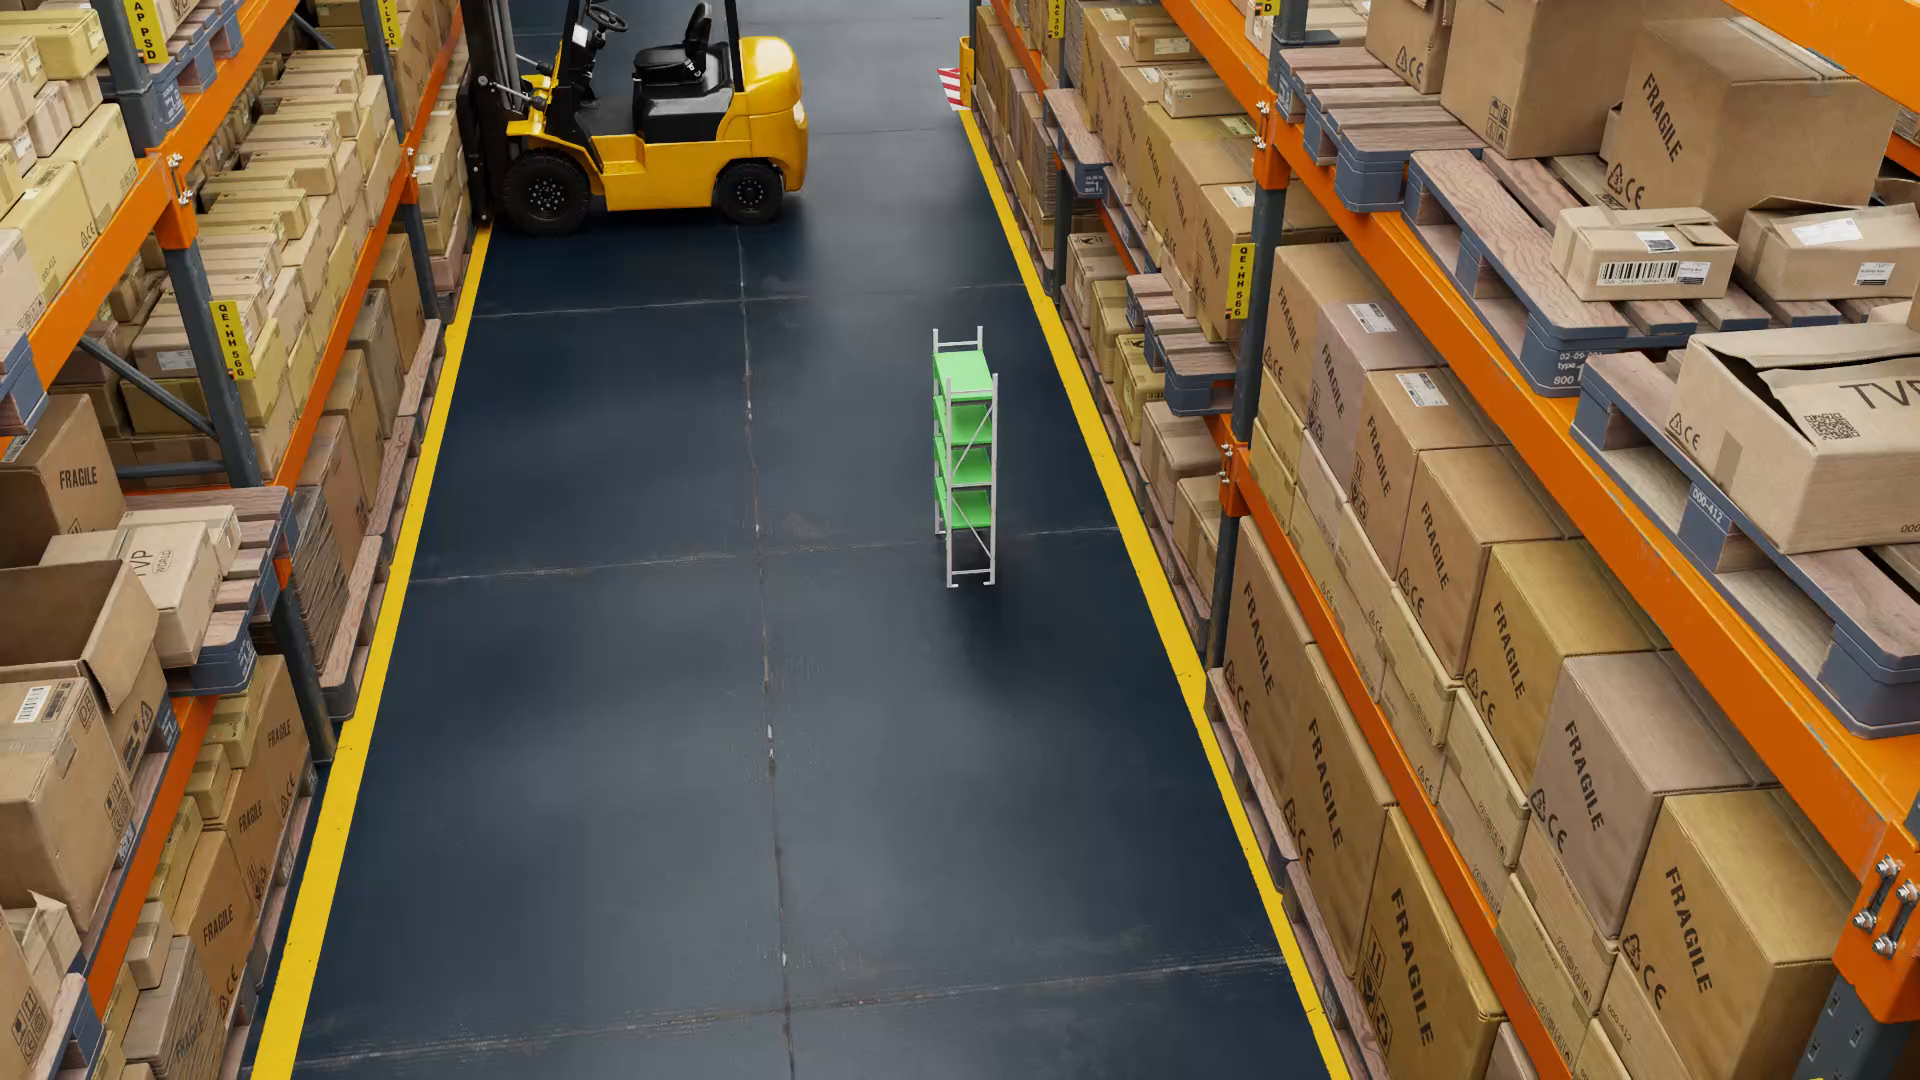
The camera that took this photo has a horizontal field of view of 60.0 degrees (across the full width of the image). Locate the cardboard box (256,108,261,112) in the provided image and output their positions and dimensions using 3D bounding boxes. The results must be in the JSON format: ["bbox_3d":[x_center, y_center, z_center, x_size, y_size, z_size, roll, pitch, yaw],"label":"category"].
[{"bbox_3d":[-3.985,-2.328,9.192,0.500,0.250,0.500,-5,35,-7],"label":"cardboard box"}]

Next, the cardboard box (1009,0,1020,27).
[{"bbox_3d":[0.559,-3.769,11.840,0.380,0.149,0.250,-4,34,-6],"label":"cardboard box"}]

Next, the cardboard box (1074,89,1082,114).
[{"bbox_3d":[0.881,-2.601,9.754,0.380,0.149,0.250,-4,34,-6],"label":"cardboard box"}]

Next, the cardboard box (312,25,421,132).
[{"bbox_3d":[-3.600,-2.795,10.098,0.500,0.500,0.500,-5,35,-8],"label":"cardboard box"}]

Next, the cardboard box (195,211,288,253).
[{"bbox_3d":[-3.220,-1.336,7.383,0.380,0.149,0.250,-4,34,-6],"label":"cardboard box"}]

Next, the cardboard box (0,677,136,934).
[{"bbox_3d":[-2.741,0.750,4.525,0.700,0.500,0.500,-5,35,-7],"label":"cardboard box"}]

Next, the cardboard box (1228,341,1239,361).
[{"bbox_3d":[1.380,-0.867,7.208,0.380,0.149,0.250,-3,34,-5],"label":"cardboard box"}]

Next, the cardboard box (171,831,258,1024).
[{"bbox_3d":[-2.861,1.397,5.883,0.500,0.500,0.500,-3,34,-4],"label":"cardboard box"}]

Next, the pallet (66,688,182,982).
[{"bbox_3d":[-2.995,0.910,4.921,1.003,0.211,1.213,-4,35,-6],"label":"pallet"}]

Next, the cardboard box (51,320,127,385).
[{"bbox_3d":[-3.505,-0.729,6.492,0.380,0.149,0.250,-3,34,-5],"label":"cardboard box"}]

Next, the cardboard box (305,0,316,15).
[{"bbox_3d":[-3.690,-3.256,9.936,0.380,0.149,0.250,-4,34,-6],"label":"cardboard box"}]

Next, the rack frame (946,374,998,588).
[{"bbox_3d":[0.055,-0.267,8.077,0.240,1.200,0.015,-4,35,-6],"label":"rack frame"}]

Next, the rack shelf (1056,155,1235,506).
[{"bbox_3d":[1.388,-1.451,8.854,1.077,0.370,4.000,-4,35,-6],"label":"rack shelf"}]

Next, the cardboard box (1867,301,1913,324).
[{"bbox_3d":[2.372,-0.449,3.916,0.380,0.166,0.250,-7,35,-10],"label":"cardboard box"}]

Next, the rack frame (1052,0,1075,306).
[{"bbox_3d":[1.119,-2.864,10.289,1.000,3.000,0.127,-4,35,-6],"label":"rack frame"}]

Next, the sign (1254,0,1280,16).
[{"bbox_3d":[1.119,-2.045,5.965,0.100,0.325,0.005,-4,35,-6],"label":"sign"}]

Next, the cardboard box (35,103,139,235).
[{"bbox_3d":[-2.951,-1.163,5.263,0.500,0.250,0.500,-5,35,-8],"label":"cardboard box"}]

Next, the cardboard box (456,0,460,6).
[{"bbox_3d":[-3.950,-4.214,12.182,0.500,0.500,0.500,-3,34,-5],"label":"cardboard box"}]

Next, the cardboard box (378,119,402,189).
[{"bbox_3d":[-3.472,-2.163,9.393,0.500,0.250,0.500,-4,34,-5],"label":"cardboard box"}]

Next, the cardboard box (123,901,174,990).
[{"bbox_3d":[-2.793,1.336,5.397,0.380,0.149,0.250,-6,35,-9],"label":"cardboard box"}]

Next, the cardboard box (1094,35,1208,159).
[{"bbox_3d":[1.019,-2.362,8.826,0.500,0.500,0.500,-5,35,-7],"label":"cardboard box"}]

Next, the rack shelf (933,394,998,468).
[{"bbox_3d":[0.022,-0.549,8.177,0.258,0.148,0.480,-4,35,-6],"label":"rack shelf"}]

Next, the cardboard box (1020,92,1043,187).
[{"bbox_3d":[0.704,-2.805,11.605,0.500,0.500,0.500,-4,34,-6],"label":"cardboard box"}]

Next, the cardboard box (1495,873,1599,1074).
[{"bbox_3d":[1.818,1.147,4.537,0.500,0.250,0.500,-5,35,-7],"label":"cardboard box"}]

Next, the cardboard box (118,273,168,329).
[{"bbox_3d":[-3.667,-0.913,7.116,0.500,0.250,0.500,-4,34,-6],"label":"cardboard box"}]

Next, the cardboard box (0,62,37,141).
[{"bbox_3d":[-2.905,-1.250,4.772,0.380,0.149,0.250,-5,35,-8],"label":"cardboard box"}]

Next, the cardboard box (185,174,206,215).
[{"bbox_3d":[-3.731,-1.585,7.747,0.380,0.149,0.250,-3,34,-5],"label":"cardboard box"}]

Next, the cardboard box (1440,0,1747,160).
[{"bbox_3d":[1.979,-1.548,5.233,0.700,0.500,0.500,-6,35,-9],"label":"cardboard box"}]

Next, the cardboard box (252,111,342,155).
[{"bbox_3d":[-3.360,-2.051,8.431,0.380,0.149,0.250,-5,35,-8],"label":"cardboard box"}]

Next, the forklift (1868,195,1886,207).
[{"bbox_3d":[3.597,-0.196,6.435,1.130,2.935,3.031,-3,34,-5],"label":"forklift"}]

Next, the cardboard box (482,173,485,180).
[{"bbox_3d":[-3.753,-2.671,12.074,0.500,0.250,0.500,-3,34,-5],"label":"cardboard box"}]

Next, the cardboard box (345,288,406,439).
[{"bbox_3d":[-3.621,-0.954,9.222,0.875,0.625,0.625,-5,35,-7],"label":"cardboard box"}]

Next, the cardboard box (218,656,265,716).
[{"bbox_3d":[-2.943,0.594,6.486,0.380,0.149,0.250,-6,35,-9],"label":"cardboard box"}]

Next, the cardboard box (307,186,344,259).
[{"bbox_3d":[-3.291,-1.521,8.007,0.500,0.250,0.500,-4,34,-6],"label":"cardboard box"}]

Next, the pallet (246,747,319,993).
[{"bbox_3d":[-3.198,1.318,6.628,1.003,0.211,1.213,-4,35,-6],"label":"pallet"}]

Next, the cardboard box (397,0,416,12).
[{"bbox_3d":[-3.640,-3.424,10.446,0.380,0.149,0.250,-4,34,-5],"label":"cardboard box"}]

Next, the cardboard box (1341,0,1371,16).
[{"bbox_3d":[1.749,-2.147,6.692,0.396,0.266,0.258,-4,35,-6],"label":"cardboard box"}]

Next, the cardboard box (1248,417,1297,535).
[{"bbox_3d":[1.474,-0.278,6.627,0.500,0.250,0.500,-5,35,-7],"label":"cardboard box"}]

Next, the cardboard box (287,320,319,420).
[{"bbox_3d":[-3.141,-0.739,7.304,0.500,0.250,0.500,-5,35,-7],"label":"cardboard box"}]

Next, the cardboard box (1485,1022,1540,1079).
[{"bbox_3d":[2.033,1.965,4.717,0.875,0.875,0.875,-3,34,-5],"label":"cardboard box"}]

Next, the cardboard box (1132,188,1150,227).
[{"bbox_3d":[1.093,-1.725,8.468,0.380,0.149,0.250,-5,35,-8],"label":"cardboard box"}]

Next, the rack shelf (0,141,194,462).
[{"bbox_3d":[-2.992,-0.080,4.179,1.077,0.370,4.000,-4,35,-6],"label":"rack shelf"}]

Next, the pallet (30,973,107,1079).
[{"bbox_3d":[-2.722,1.604,3.904,1.003,0.211,1.213,-4,35,-6],"label":"pallet"}]

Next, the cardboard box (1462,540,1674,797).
[{"bbox_3d":[1.761,0.343,4.606,0.500,0.500,0.500,-3,34,-5],"label":"cardboard box"}]

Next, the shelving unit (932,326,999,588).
[{"bbox_3d":[0.022,-0.403,8.277,0.258,1.200,0.503,-4,35,-6],"label":"shelving unit"}]

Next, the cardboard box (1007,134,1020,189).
[{"bbox_3d":[0.628,-2.791,12.251,0.500,0.250,0.500,-4,34,-6],"label":"cardboard box"}]

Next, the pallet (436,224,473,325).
[{"bbox_3d":[-3.864,-1.781,11.175,1.003,0.211,1.213,-4,35,-6],"label":"pallet"}]

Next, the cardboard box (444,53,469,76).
[{"bbox_3d":[-3.814,-3.370,12.212,0.500,0.250,0.500,-4,34,-6],"label":"cardboard box"}]

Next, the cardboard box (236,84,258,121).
[{"bbox_3d":[-3.947,-2.290,8.781,0.380,0.149,0.250,-4,35,-7],"label":"cardboard box"}]

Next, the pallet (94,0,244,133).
[{"bbox_3d":[-3.441,-1.787,6.213,1.213,0.211,1.003,-3,34,-4],"label":"pallet"}]

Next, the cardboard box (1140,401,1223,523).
[{"bbox_3d":[1.484,-0.447,8.702,0.950,0.372,0.625,-5,35,-7],"label":"cardboard box"}]

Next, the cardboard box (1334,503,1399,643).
[{"bbox_3d":[1.604,0.093,5.640,0.500,0.250,0.500,-4,35,-7],"label":"cardboard box"}]

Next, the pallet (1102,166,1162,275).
[{"bbox_3d":[1.350,-1.654,8.684,1.003,0.211,1.213,-4,35,-6],"label":"pallet"}]

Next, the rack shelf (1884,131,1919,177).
[{"bbox_3d":[6.280,-1.882,9.487,1.077,0.370,4.000,-4,35,-6],"label":"rack shelf"}]

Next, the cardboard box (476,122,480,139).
[{"bbox_3d":[-3.814,-3.147,12.329,0.500,0.250,0.500,-5,35,-7],"label":"cardboard box"}]
